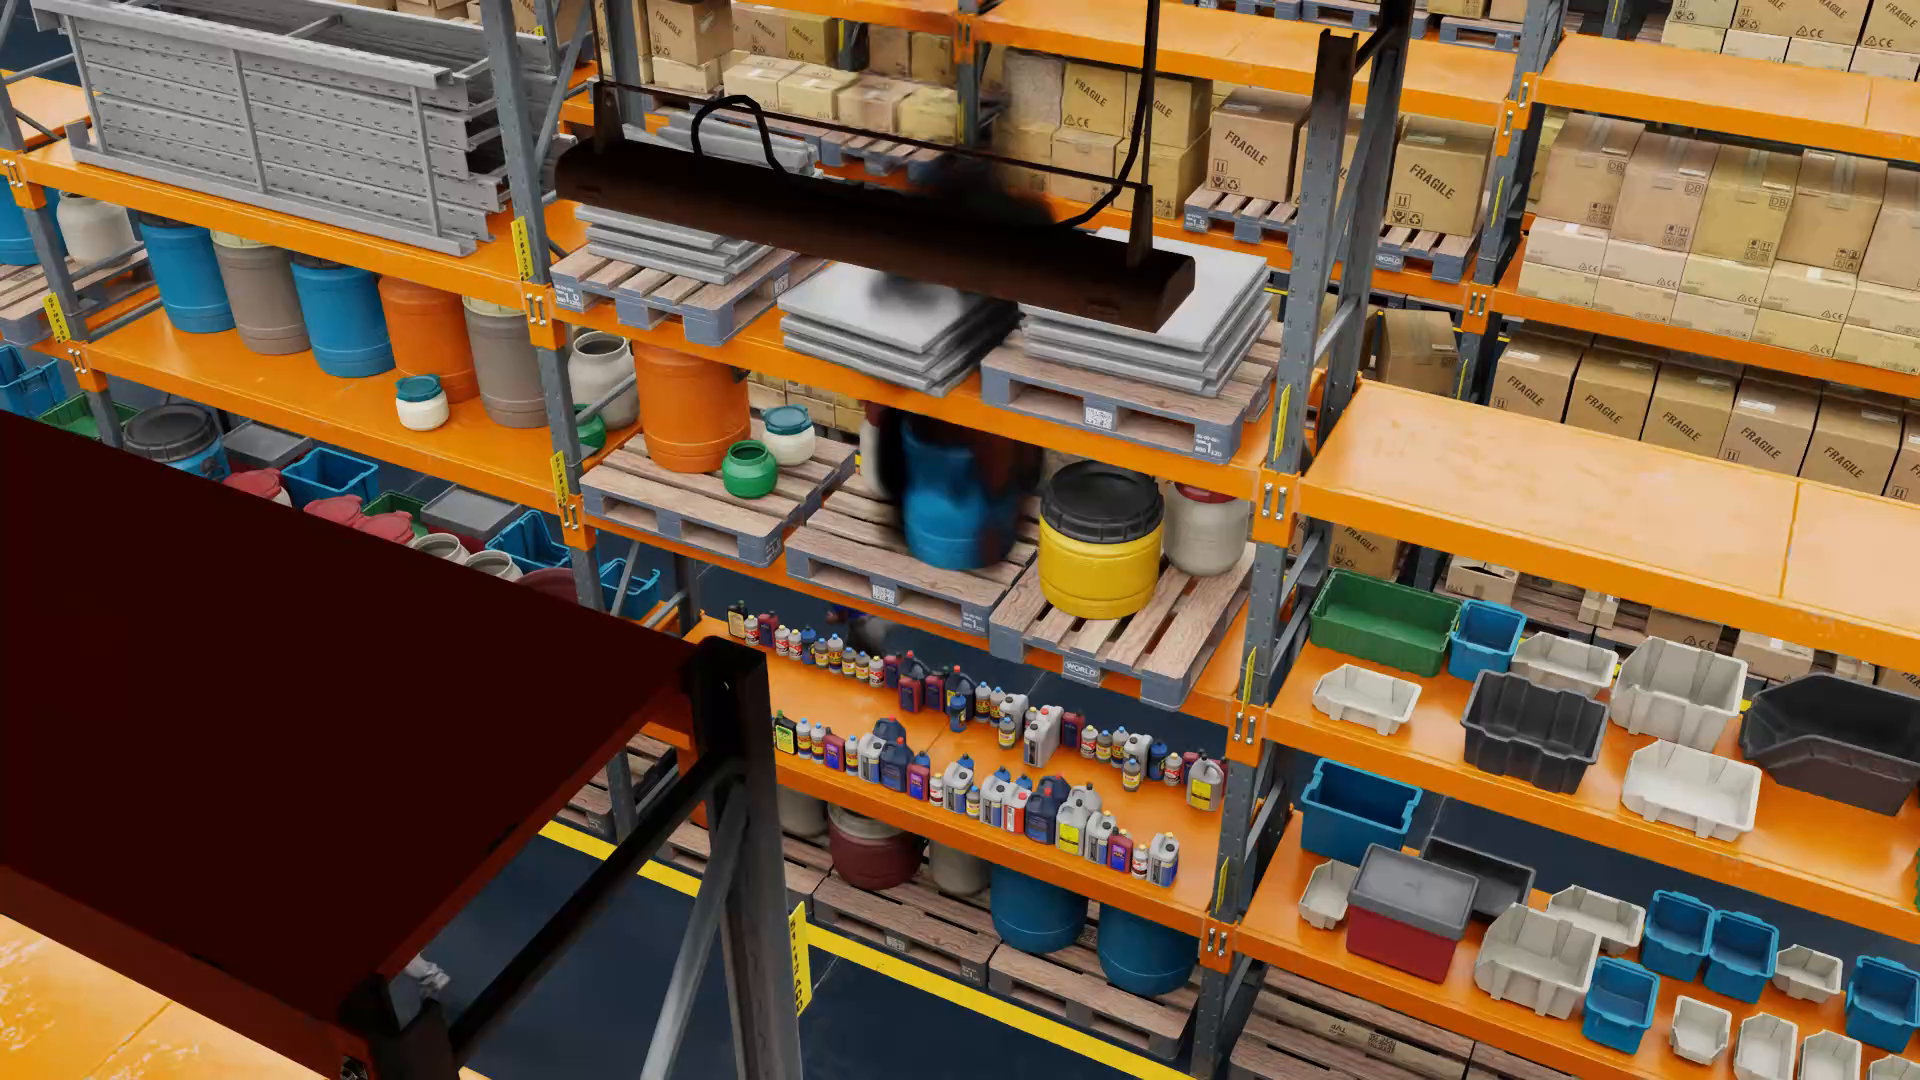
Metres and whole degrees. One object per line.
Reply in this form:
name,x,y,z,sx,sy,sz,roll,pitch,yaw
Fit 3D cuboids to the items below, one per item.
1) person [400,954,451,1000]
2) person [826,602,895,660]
person,-3.400,2.090,9.370,0.794,1.775,0.684,7,36,10
person,-0.561,0.686,11.566,0.965,1.615,0.612,18,39,23
